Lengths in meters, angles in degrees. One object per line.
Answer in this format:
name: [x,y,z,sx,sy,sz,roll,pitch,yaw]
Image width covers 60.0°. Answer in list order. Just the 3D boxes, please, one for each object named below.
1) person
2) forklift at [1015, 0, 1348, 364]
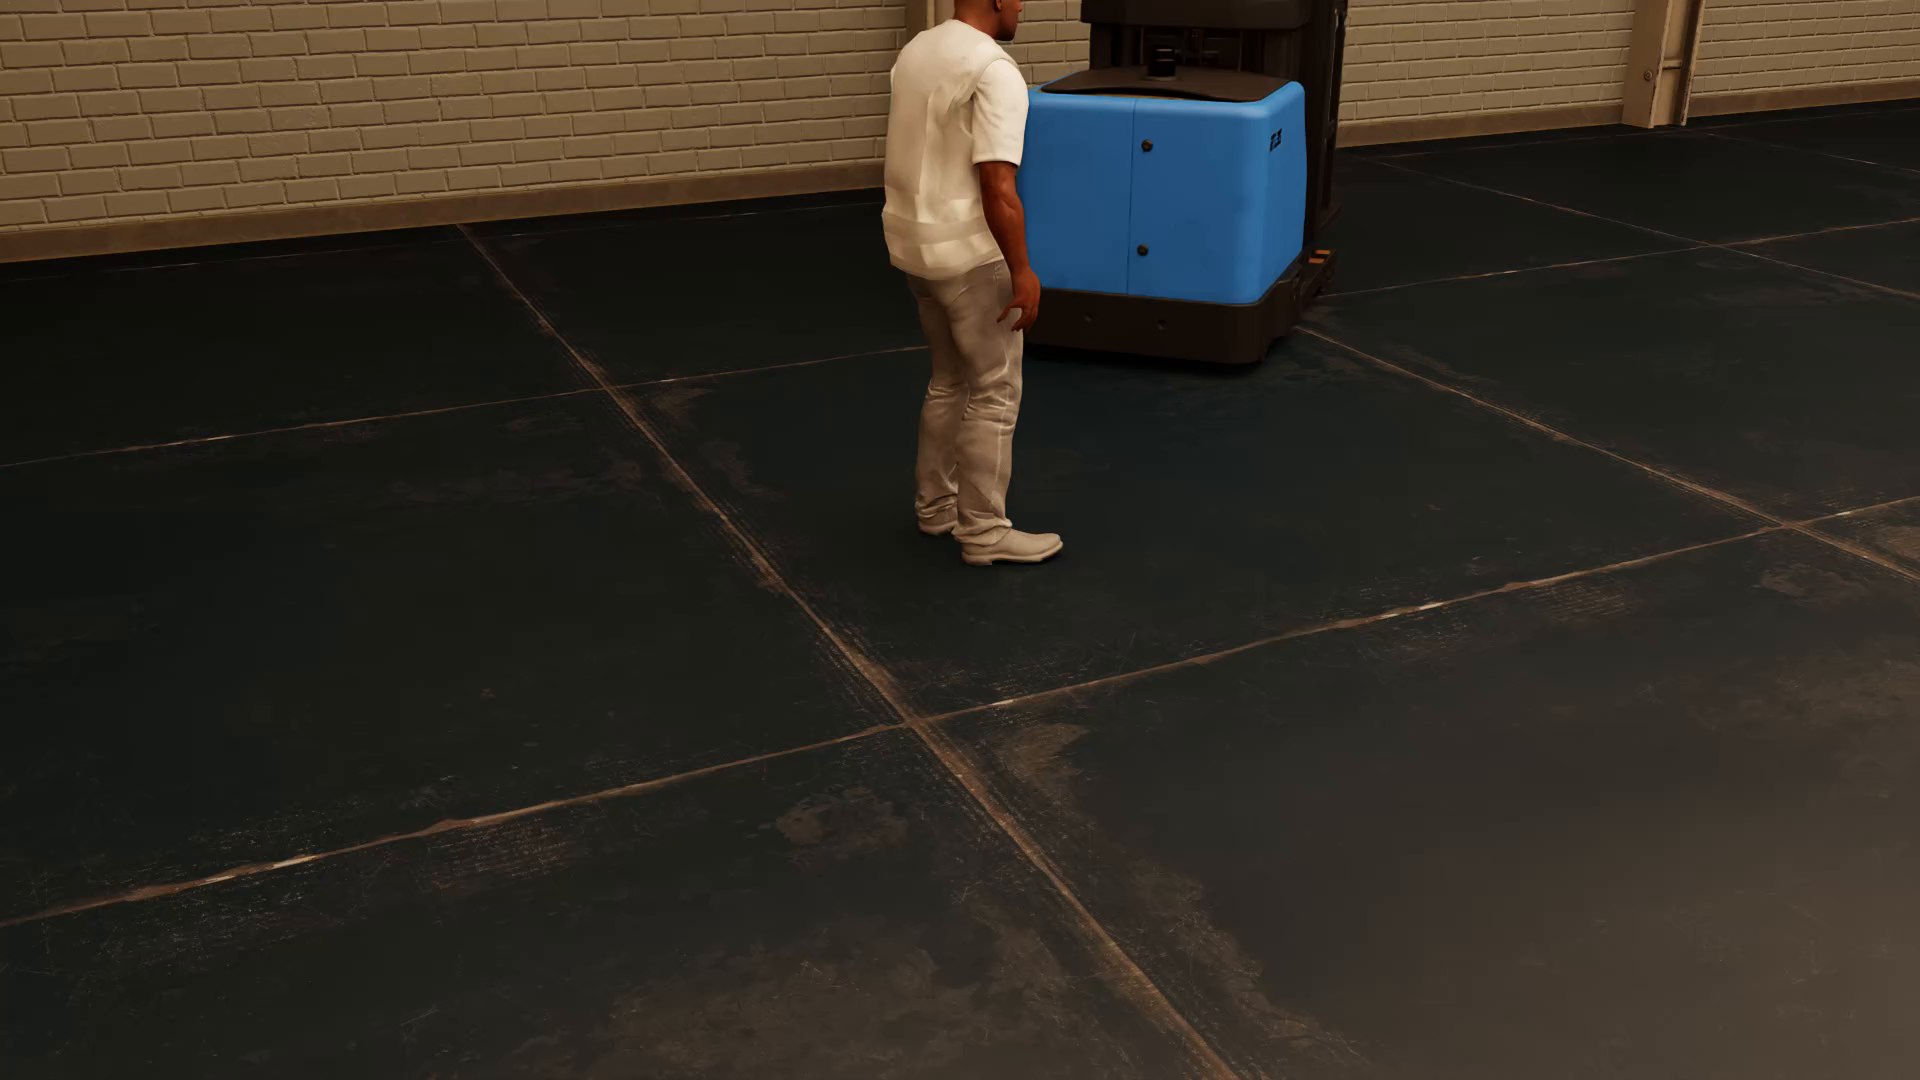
person: [0.028,-0.824,4.802,0.460,1.759,0.629,-12,25,-26]
forklift: [1.205,-2.585,7.510,1.130,2.935,3.031,8,24,19]
